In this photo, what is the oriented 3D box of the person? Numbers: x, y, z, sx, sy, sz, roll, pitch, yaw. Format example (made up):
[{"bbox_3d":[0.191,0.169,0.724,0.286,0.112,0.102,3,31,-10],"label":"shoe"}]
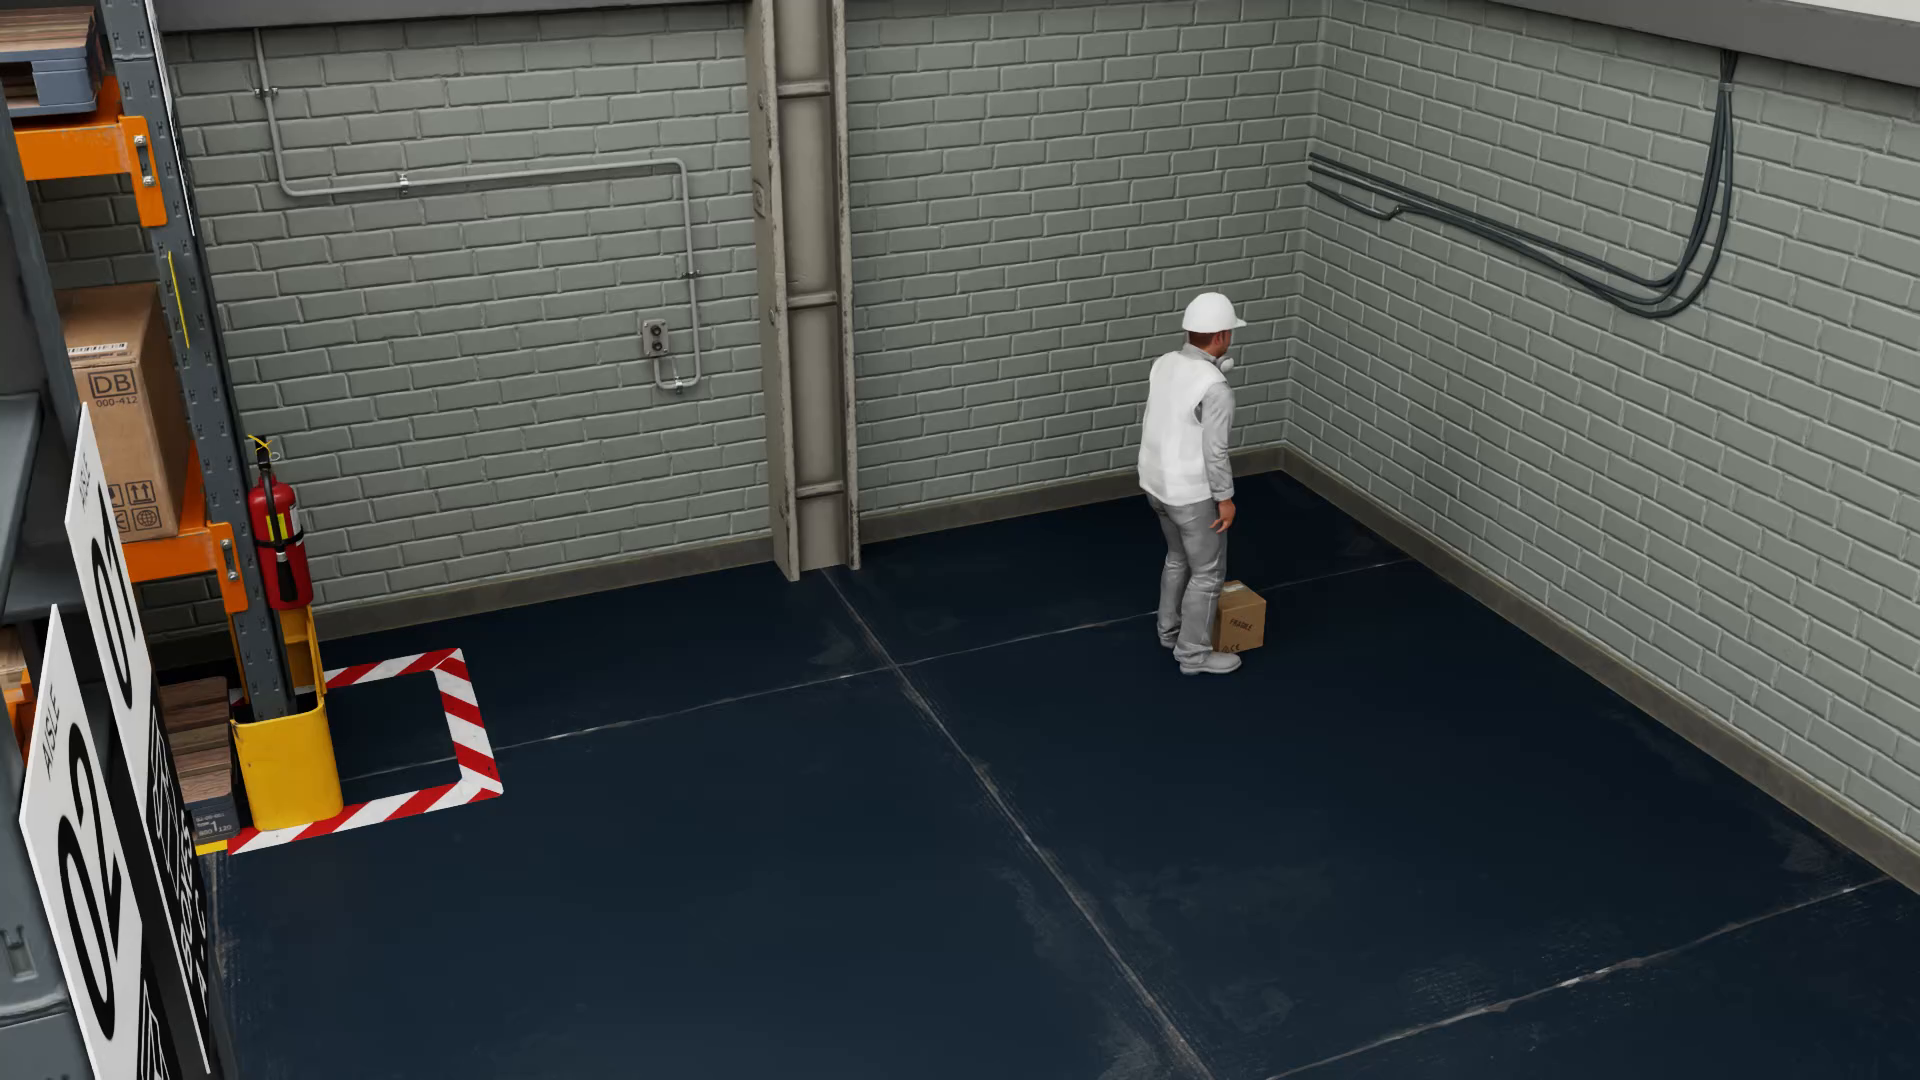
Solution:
[{"bbox_3d":[1.064,-0.262,7.626,0.476,1.769,0.582,-12,28,-23],"label":"person"}]
